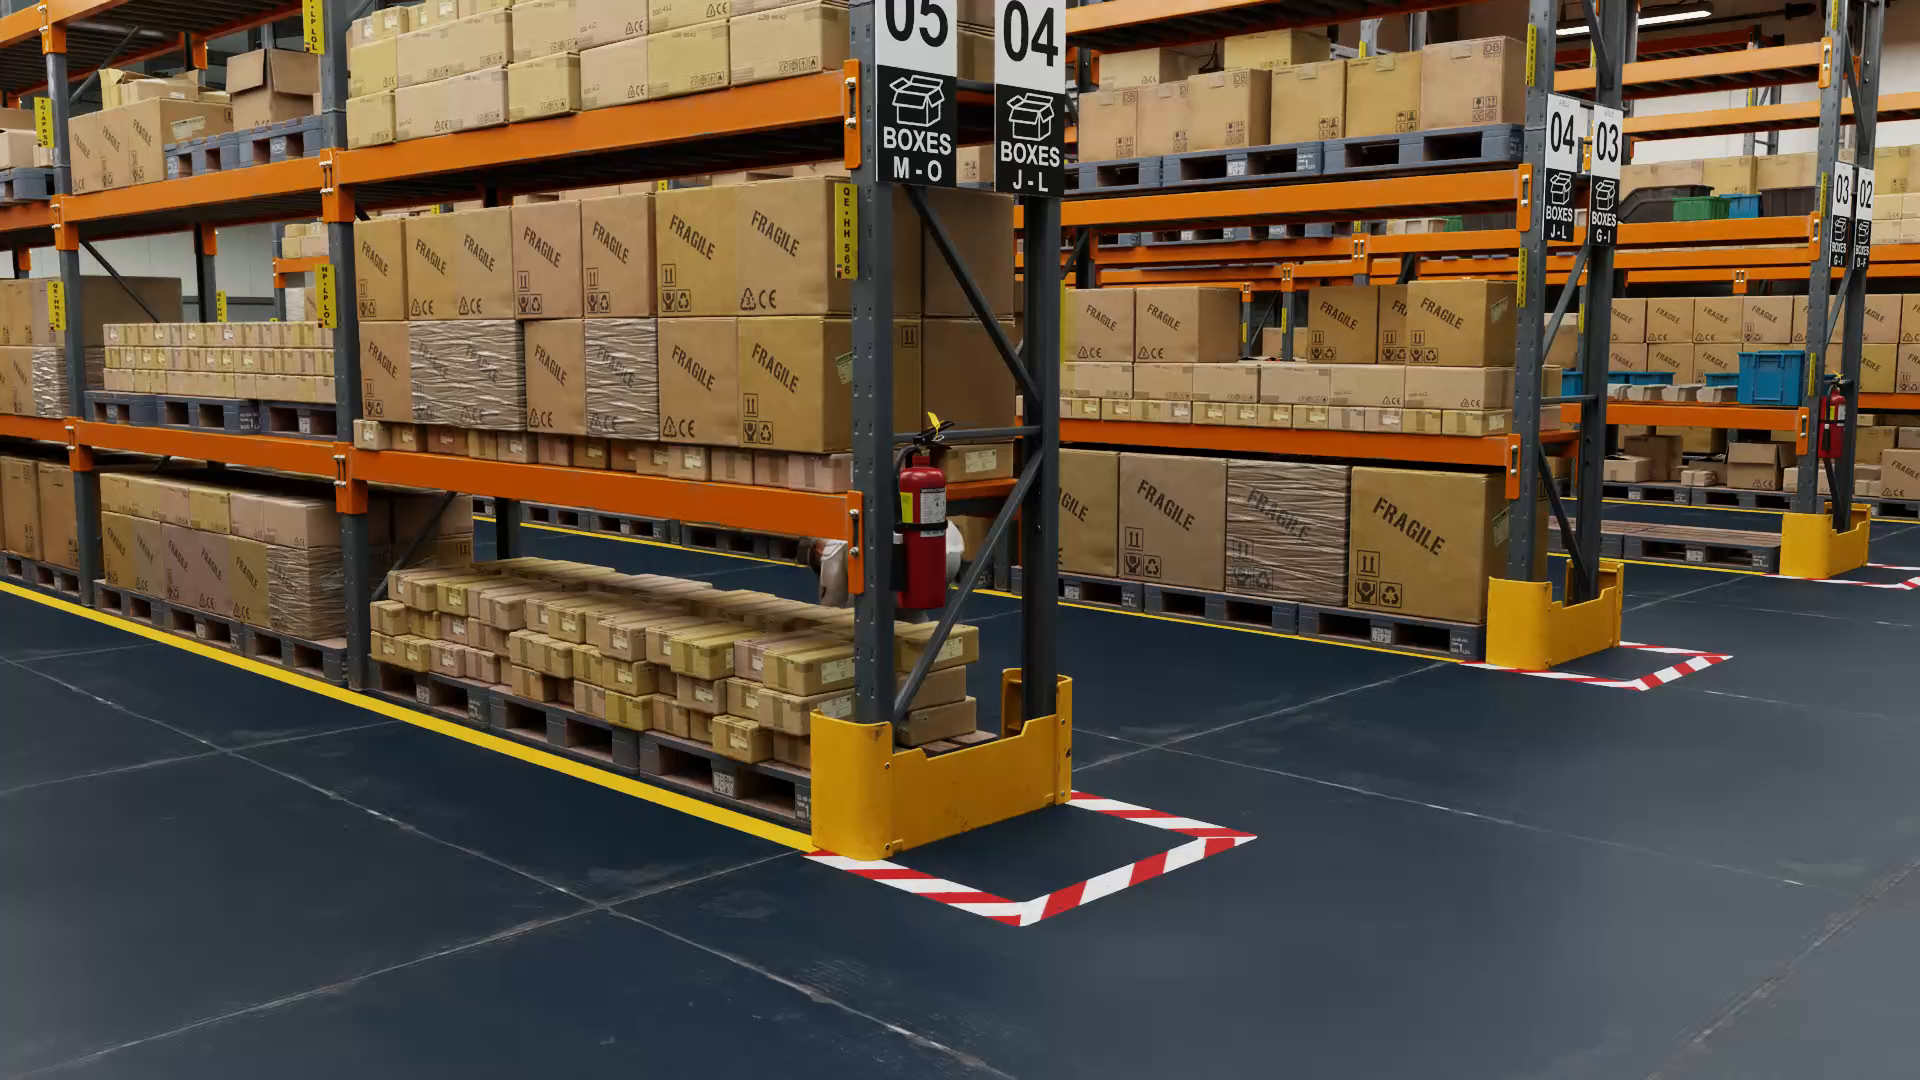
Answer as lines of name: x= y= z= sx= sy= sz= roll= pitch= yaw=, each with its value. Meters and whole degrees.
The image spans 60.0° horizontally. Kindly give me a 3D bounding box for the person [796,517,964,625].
person: x=-0.449 y=0.307 z=8.790 sx=1.027 sy=1.007 sz=0.533 roll=6 pitch=9 yaw=39
